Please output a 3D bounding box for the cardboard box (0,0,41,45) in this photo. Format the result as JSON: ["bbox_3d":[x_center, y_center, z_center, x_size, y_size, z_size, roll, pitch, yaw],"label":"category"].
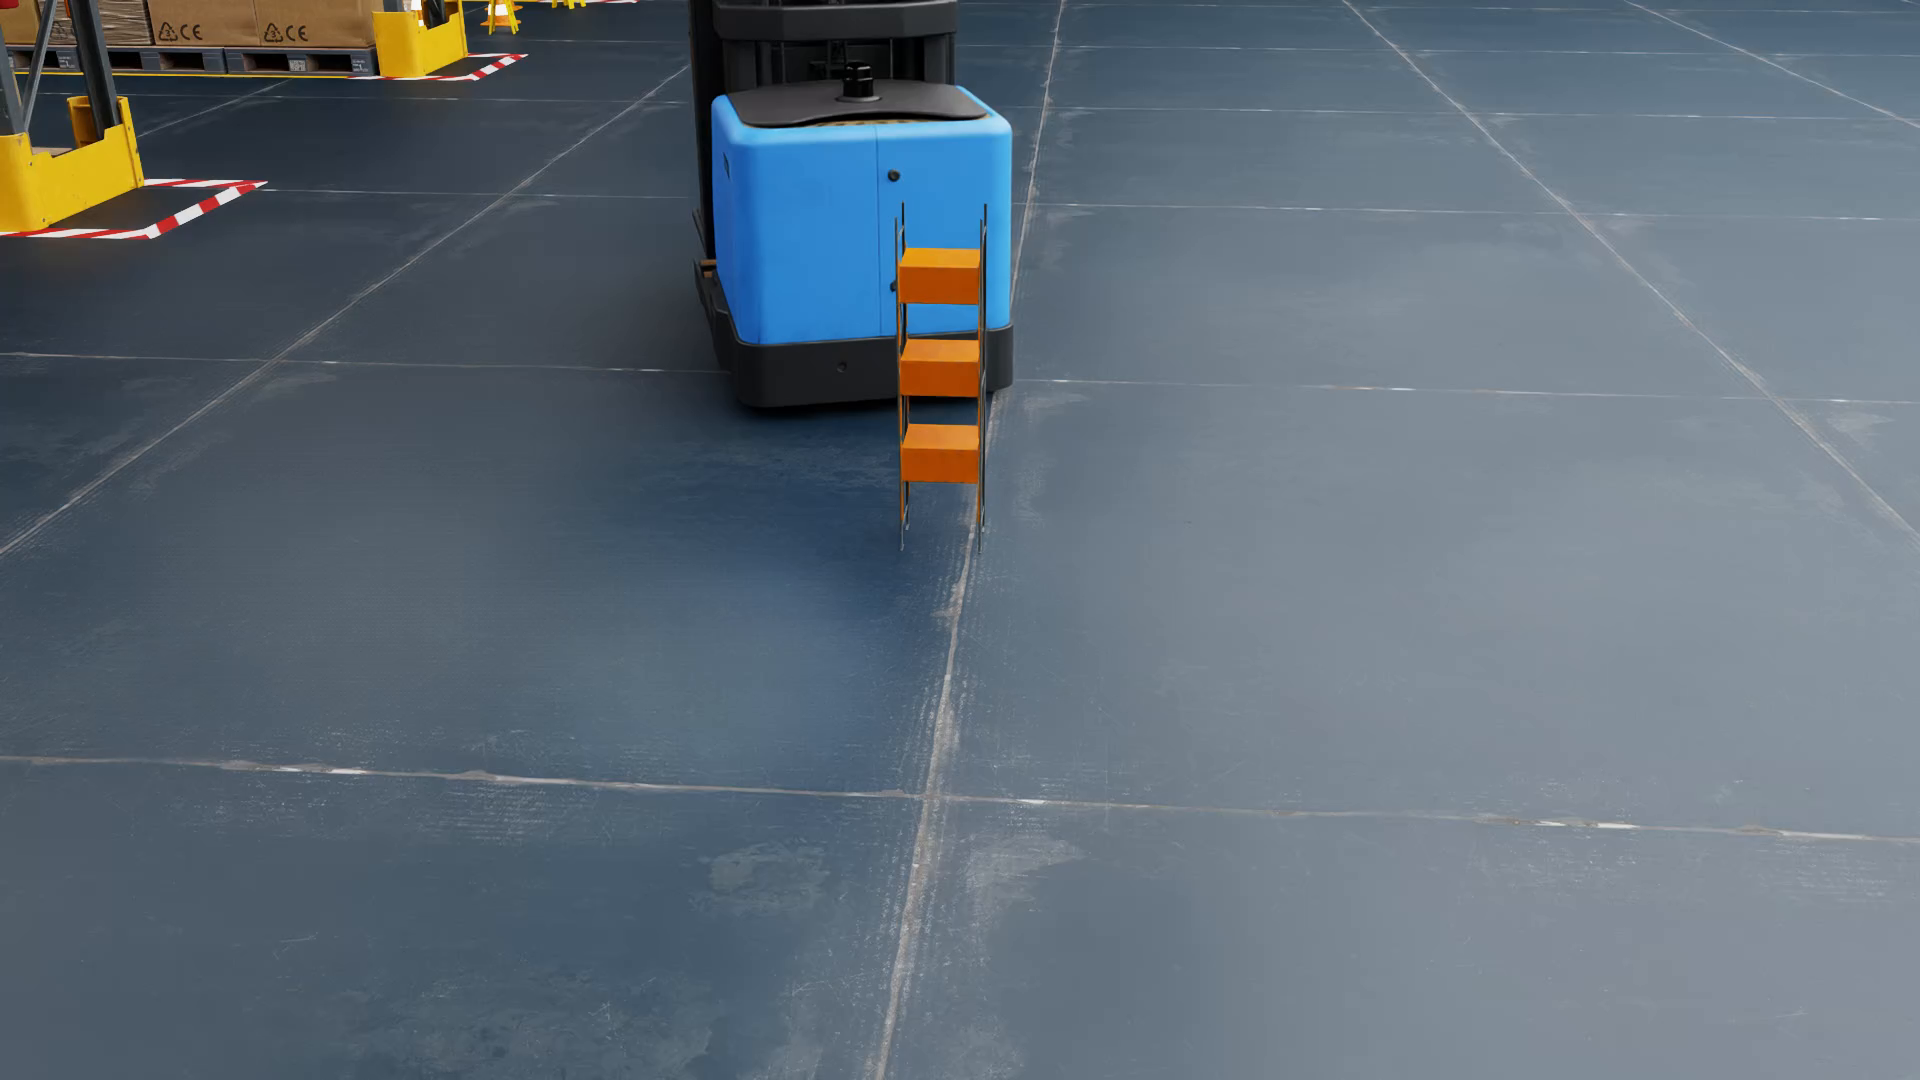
[{"bbox_3d":[-7.824,-4.602,13.703,0.875,0.875,0.875,2,25,5],"label":"cardboard box"}]

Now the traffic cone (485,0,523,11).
[{"bbox_3d":[-4.707,-5.688,17.058,0.334,0.463,0.336,2,25,4],"label":"traffic cone"}]

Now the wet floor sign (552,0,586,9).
[{"bbox_3d":[-4.072,-5.843,17.176,0.232,0.644,0.267,11,27,22],"label":"wet floor sign"}]

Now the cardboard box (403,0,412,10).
[{"bbox_3d":[-5.640,-5.269,16.523,0.250,0.149,0.380,16,29,31],"label":"cardboard box"}]

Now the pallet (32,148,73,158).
[{"bbox_3d":[-5.821,-2.010,9.366,1.213,0.211,1.003,2,25,4],"label":"pallet"}]

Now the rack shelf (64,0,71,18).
[{"bbox_3d":[-6.932,-2.971,8.979,4.000,0.370,1.077,2,25,4],"label":"rack shelf"}]

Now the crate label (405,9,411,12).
[{"bbox_3d":[-5.241,-5.066,16.095,0.298,0.136,0.250,-11,27,-23],"label":"crate label"}]

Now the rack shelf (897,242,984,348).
[{"bbox_3d":[-0.053,-0.727,4.920,0.240,0.259,0.215,2,25,4],"label":"rack shelf"}]

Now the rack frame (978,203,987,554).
[{"bbox_3d":[0.068,-0.475,5.026,0.008,1.050,0.200,2,25,4],"label":"rack frame"}]

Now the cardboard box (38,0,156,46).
[{"bbox_3d":[-6.925,-4.575,13.644,0.875,0.875,0.875,2,25,4],"label":"cardboard box"}]

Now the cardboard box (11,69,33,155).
[{"bbox_3d":[-5.559,-2.316,9.183,0.500,0.500,0.500,6,25,14],"label":"cardboard box"}]

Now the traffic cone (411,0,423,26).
[{"bbox_3d":[-4.878,-4.754,15.029,0.334,0.463,0.336,2,25,4],"label":"traffic cone"}]

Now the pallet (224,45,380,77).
[{"bbox_3d":[-5.260,-4.024,13.743,1.213,0.211,1.003,2,25,4],"label":"pallet"}]

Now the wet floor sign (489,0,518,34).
[{"bbox_3d":[-4.277,-5.053,15.459,0.232,0.644,0.267,-2,25,-5],"label":"wet floor sign"}]

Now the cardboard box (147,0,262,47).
[{"bbox_3d":[-6.016,-4.545,13.578,0.875,0.875,0.875,1,25,3],"label":"cardboard box"}]

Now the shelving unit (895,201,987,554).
[{"bbox_3d":[-0.053,-0.479,5.034,0.252,1.050,0.215,2,25,4],"label":"shelving unit"}]

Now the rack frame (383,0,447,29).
[{"bbox_3d":[-4.457,-5.298,13.175,0.127,3.000,1.000,2,25,4],"label":"rack frame"}]

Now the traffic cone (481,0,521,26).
[{"bbox_3d":[-4.453,-5.214,16.029,0.334,0.463,0.336,2,25,4],"label":"traffic cone"}]

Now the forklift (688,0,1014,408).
[{"bbox_3d":[-0.617,-2.411,6.984,1.130,2.935,3.031,-5,25,-11],"label":"forklift"}]

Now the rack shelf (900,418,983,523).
[{"bbox_3d":[-0.053,-0.217,5.155,0.240,0.259,0.215,2,25,4],"label":"rack shelf"}]

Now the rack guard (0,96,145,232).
[{"bbox_3d":[-5.013,-2.101,9.218,0.348,0.500,1.175,2,25,4],"label":"rack guard"}]

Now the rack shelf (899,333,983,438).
[{"bbox_3d":[-0.053,-0.469,5.039,0.240,0.259,0.215,2,25,4],"label":"rack shelf"}]

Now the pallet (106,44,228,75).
[{"bbox_3d":[-6.474,-4.064,13.830,1.213,0.211,1.003,2,25,4],"label":"pallet"}]

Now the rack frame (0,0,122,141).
[{"bbox_3d":[-4.938,-3.234,8.690,0.127,3.000,1.000,2,25,4],"label":"rack frame"}]

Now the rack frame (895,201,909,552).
[{"bbox_3d":[-0.175,-0.483,5.043,0.008,1.050,0.200,2,25,4],"label":"rack frame"}]

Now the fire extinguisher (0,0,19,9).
[{"bbox_3d":[-4.859,-3.003,8.281,0.183,0.674,0.296,2,25,4],"label":"fire extinguisher"}]

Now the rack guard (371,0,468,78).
[{"bbox_3d":[-4.433,-4.162,13.696,0.348,0.500,1.175,2,25,4],"label":"rack guard"}]

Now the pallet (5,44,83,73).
[{"bbox_3d":[-7.693,-4.102,13.913,1.213,0.211,1.003,2,25,4],"label":"pallet"}]

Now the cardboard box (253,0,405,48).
[{"bbox_3d":[-5.138,-4.518,13.519,0.875,0.875,0.875,2,25,4],"label":"cardboard box"}]
